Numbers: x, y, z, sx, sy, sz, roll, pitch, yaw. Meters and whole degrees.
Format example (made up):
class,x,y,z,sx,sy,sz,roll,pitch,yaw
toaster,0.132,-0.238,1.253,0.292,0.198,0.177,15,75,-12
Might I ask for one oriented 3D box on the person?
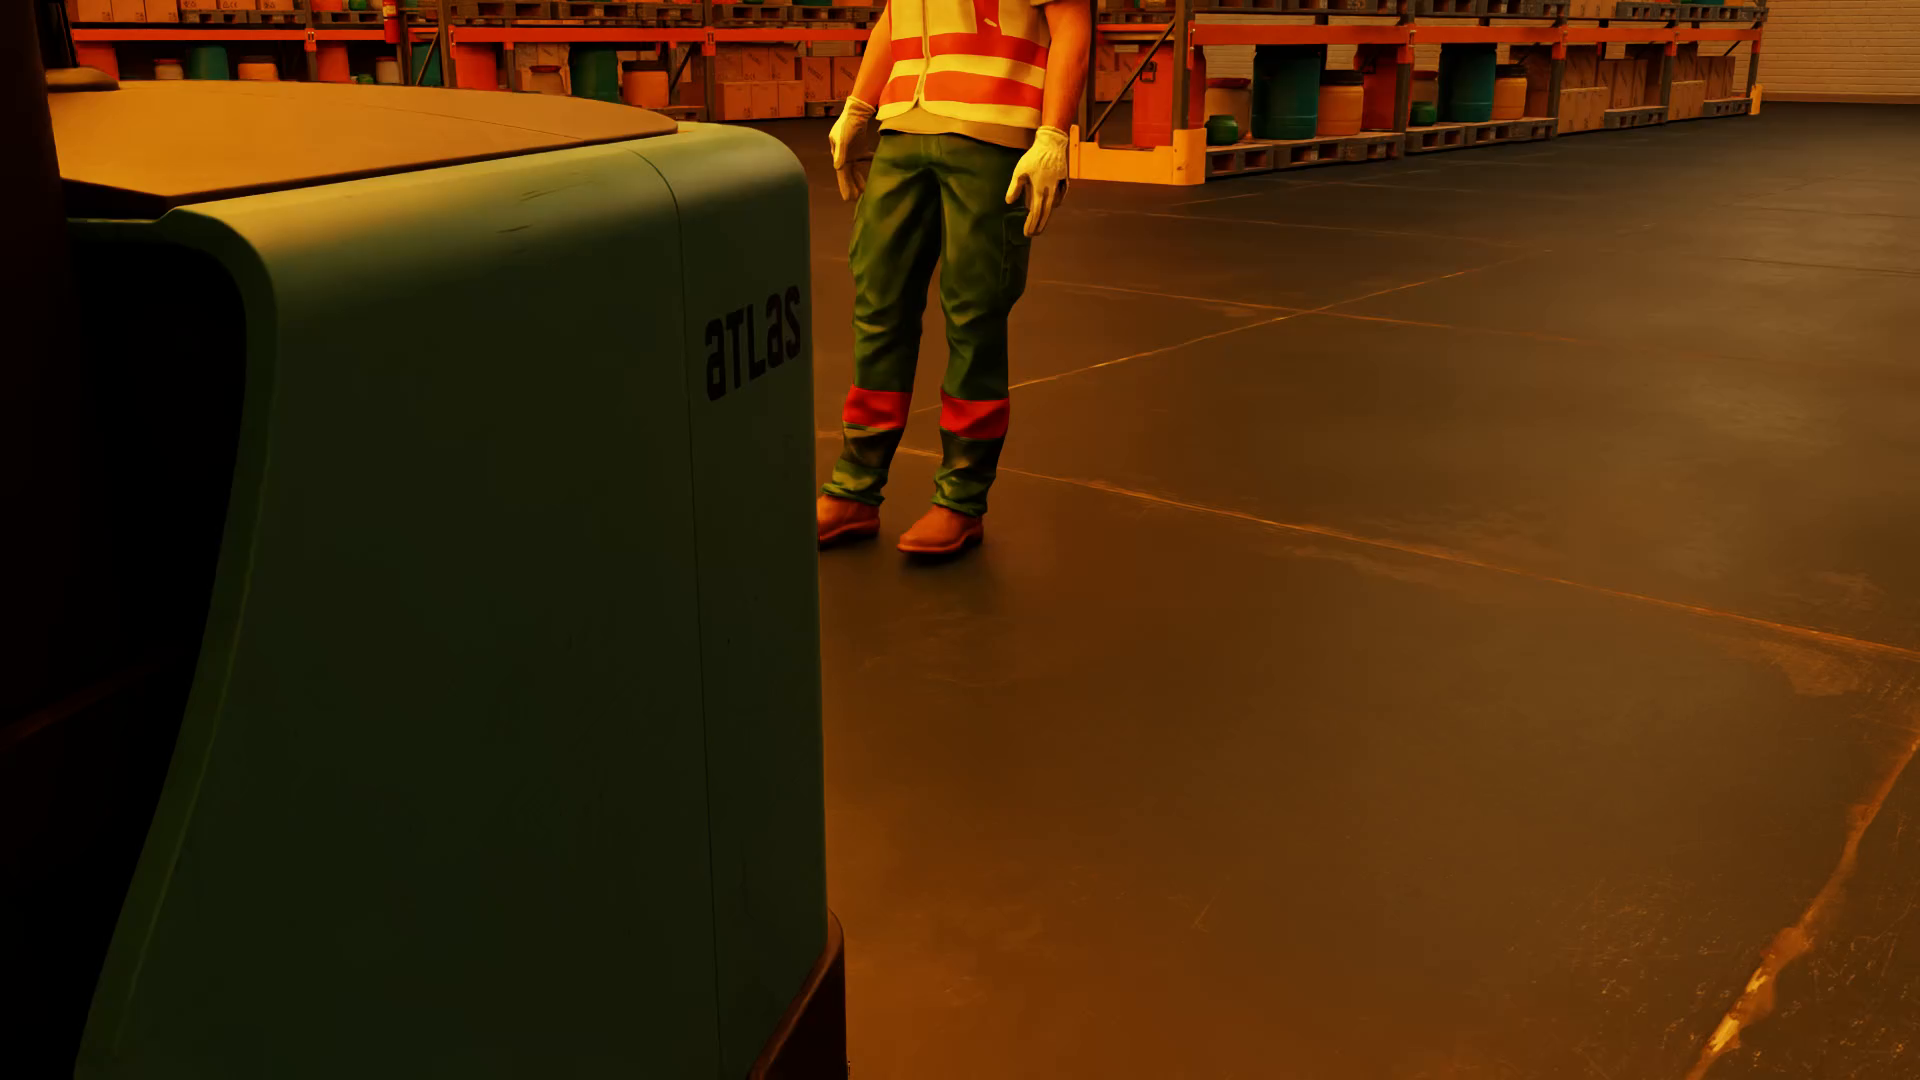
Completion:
class,x,y,z,sx,sy,sz,roll,pitch,yaw
person,-0.061,-0.847,3.628,0.637,1.790,0.562,13,21,37
